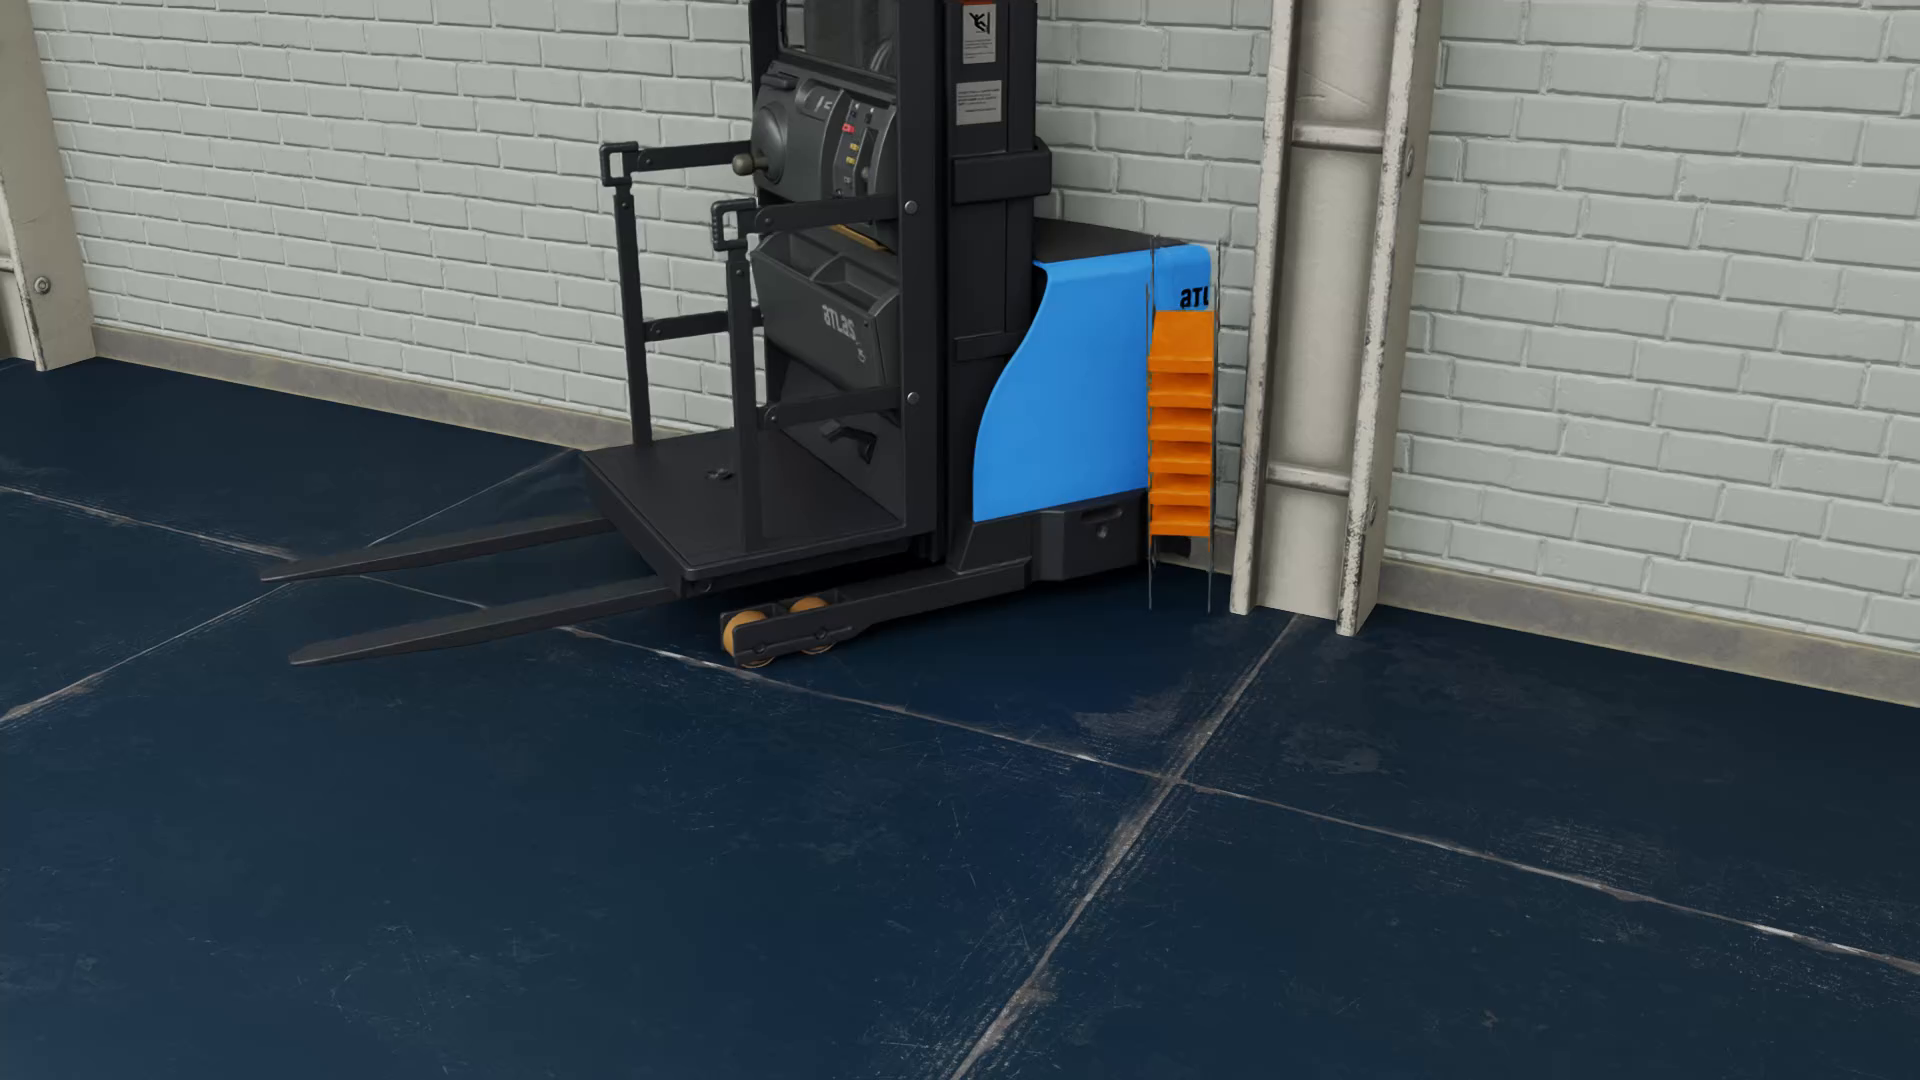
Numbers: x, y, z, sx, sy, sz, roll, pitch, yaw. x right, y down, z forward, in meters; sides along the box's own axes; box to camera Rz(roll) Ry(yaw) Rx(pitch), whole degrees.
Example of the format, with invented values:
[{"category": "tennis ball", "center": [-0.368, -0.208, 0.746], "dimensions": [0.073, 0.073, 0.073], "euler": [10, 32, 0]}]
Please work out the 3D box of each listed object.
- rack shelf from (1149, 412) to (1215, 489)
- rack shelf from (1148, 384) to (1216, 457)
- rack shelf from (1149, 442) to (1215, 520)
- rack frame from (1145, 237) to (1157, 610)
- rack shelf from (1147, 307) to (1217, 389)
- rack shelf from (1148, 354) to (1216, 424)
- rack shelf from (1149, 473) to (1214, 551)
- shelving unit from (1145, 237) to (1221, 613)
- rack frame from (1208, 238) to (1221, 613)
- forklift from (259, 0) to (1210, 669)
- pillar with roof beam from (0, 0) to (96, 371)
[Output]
[{"category": "rack shelf", "center": [0.660, -0.272, 4.923], "dimensions": [0.180, 0.103, 0.258], "euler": [3, 42, 10]}, {"category": "rack shelf", "center": [0.649, -0.362, 4.844], "dimensions": [0.180, 0.103, 0.258], "euler": [3, 42, 10]}, {"category": "rack shelf", "center": [0.670, -0.182, 5.002], "dimensions": [0.180, 0.103, 0.258], "euler": [3, 42, 10]}, {"category": "rack frame", "center": [0.566, -0.310, 4.910], "dimensions": [0.006, 1.200, 0.240], "euler": [3, 42, 10]}, {"category": "rack shelf", "center": [0.629, -0.542, 4.687], "dimensions": [0.180, 0.103, 0.258], "euler": [3, 42, 10]}, {"category": "rack shelf", "center": [0.639, -0.452, 4.765], "dimensions": [0.180, 0.103, 0.258], "euler": [3, 42, 10]}, {"category": "rack shelf", "center": [0.680, -0.092, 5.081], "dimensions": [0.180, 0.103, 0.258], "euler": [3, 42, 10]}, {"category": "shelving unit", "center": [0.656, -0.306, 4.894], "dimensions": [0.189, 1.200, 0.258], "euler": [3, 42, 10]}, {"category": "rack frame", "center": [0.746, -0.301, 4.877], "dimensions": [0.006, 1.200, 0.240], "euler": [3, 42, 10]}, {"category": "forklift", "center": [-0.595, -1.209, 4.847], "dimensions": [3.031, 2.935, 1.130], "euler": [-12, 26, -26]}, {"category": "pillar with roof beam", "center": [-6.207, -3.491, 2.459], "dimensions": [0.400, 9.000, 9.100], "euler": [11, 25, 25]}]
